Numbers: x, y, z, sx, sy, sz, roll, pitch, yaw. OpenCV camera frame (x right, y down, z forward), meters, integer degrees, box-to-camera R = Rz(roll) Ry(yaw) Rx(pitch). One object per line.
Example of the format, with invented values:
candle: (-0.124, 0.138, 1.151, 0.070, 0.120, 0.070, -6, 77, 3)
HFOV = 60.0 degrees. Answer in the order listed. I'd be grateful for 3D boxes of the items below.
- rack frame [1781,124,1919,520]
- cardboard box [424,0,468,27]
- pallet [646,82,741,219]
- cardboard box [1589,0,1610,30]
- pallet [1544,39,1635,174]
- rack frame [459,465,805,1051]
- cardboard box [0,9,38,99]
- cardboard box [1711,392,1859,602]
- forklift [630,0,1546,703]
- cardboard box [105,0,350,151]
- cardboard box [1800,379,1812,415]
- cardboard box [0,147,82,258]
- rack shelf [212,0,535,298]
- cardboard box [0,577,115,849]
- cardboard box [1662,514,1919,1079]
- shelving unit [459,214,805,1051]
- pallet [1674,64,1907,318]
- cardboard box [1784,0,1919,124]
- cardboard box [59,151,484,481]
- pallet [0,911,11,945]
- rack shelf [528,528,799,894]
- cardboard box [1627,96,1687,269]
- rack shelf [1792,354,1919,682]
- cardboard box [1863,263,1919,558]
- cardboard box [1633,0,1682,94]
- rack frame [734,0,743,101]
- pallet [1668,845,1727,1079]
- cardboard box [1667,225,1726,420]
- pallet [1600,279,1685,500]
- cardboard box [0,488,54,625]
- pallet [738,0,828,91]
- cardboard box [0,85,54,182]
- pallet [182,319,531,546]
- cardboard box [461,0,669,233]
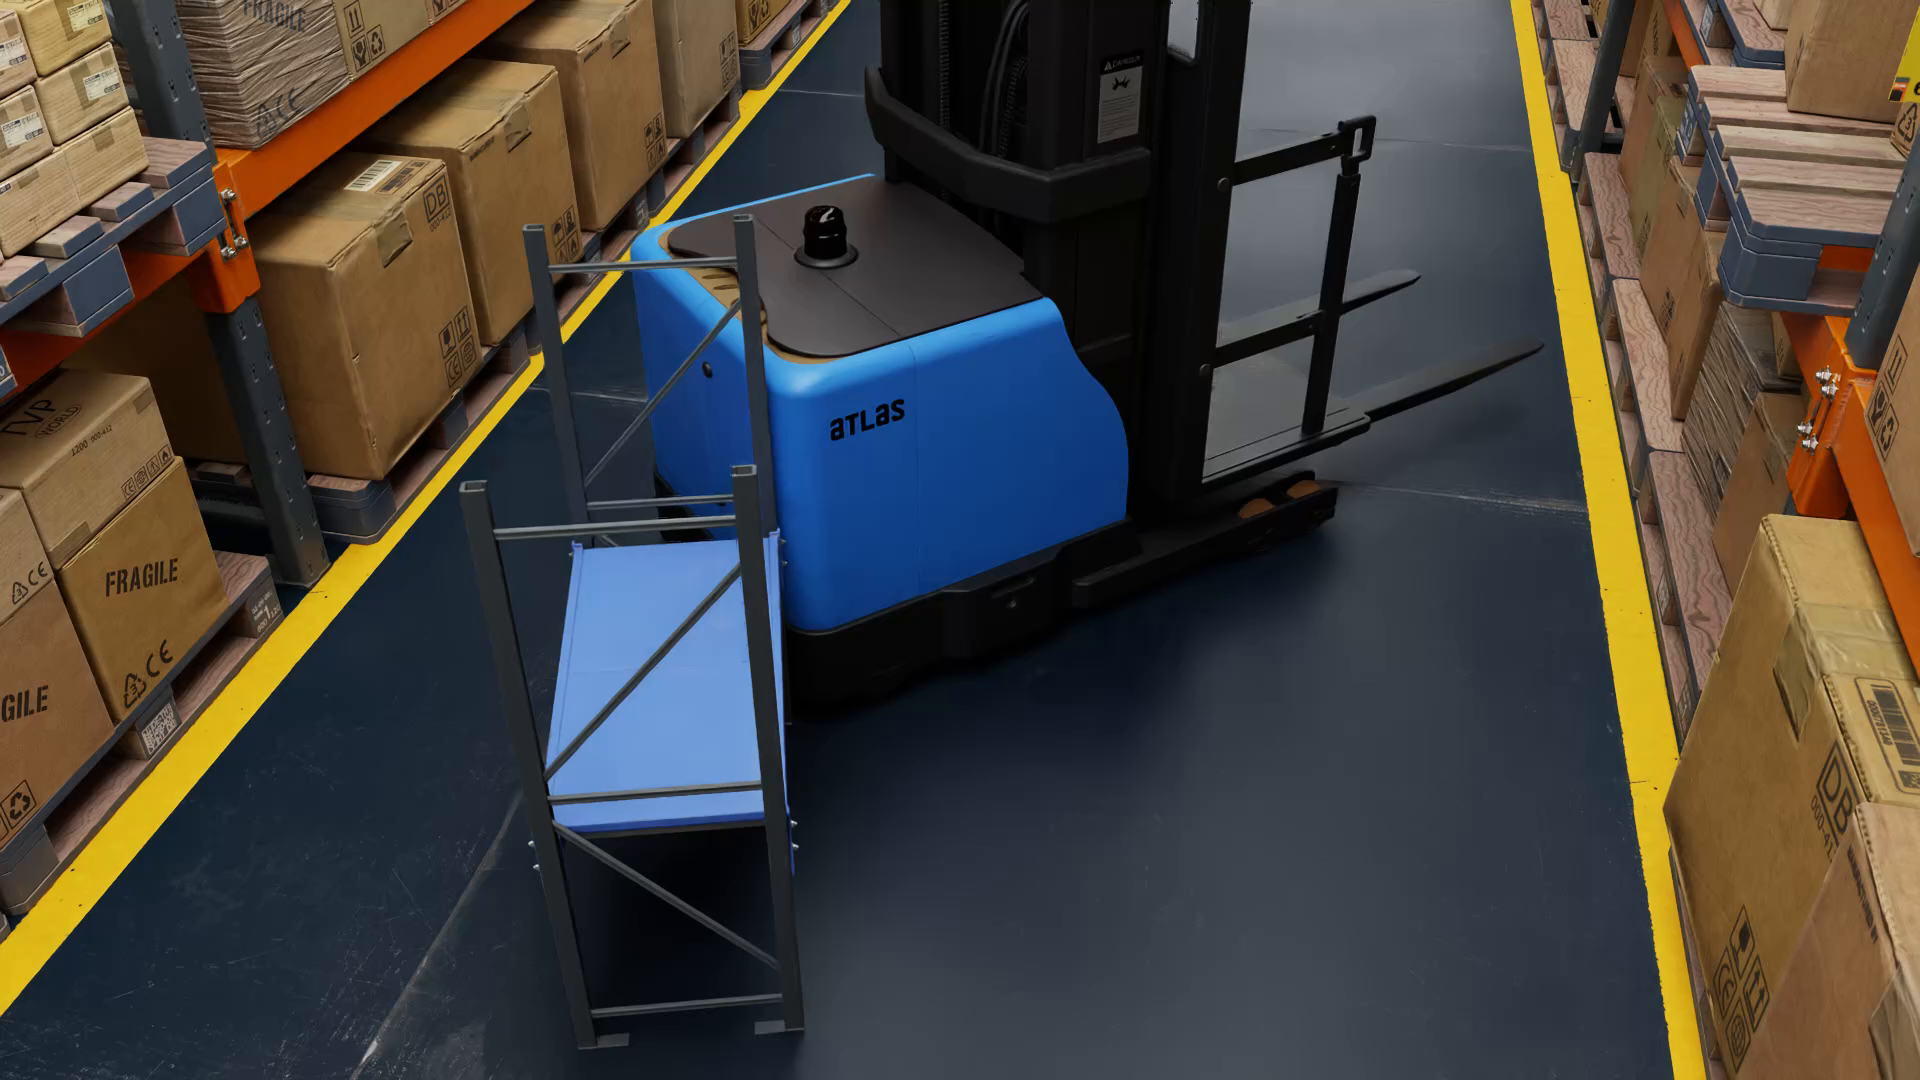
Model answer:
rack frame: (2.383, -0.479, 3.355, 1.000, 3.000, 0.127, 7, 37, 10)
cardboard box: (-1.868, -2.004, 5.373, 0.500, 0.500, 0.500, 7, 37, 10)
pallet: (-1.678, -1.871, 7.652, 1.003, 0.211, 1.213, 7, 37, 10)
cardboard box: (3.532, -2.850, 8.398, 0.500, 0.500, 0.500, 4, 36, 6)
pallet: (3.346, -2.033, 7.875, 1.003, 0.211, 1.213, 7, 37, 10)
rack frame: (-0.599, 0.501, 3.280, 0.500, 1.500, 0.032, -4, 36, -5)
cardboard box: (-2.154, -0.986, 3.403, 0.380, 0.149, 0.250, 7, 36, 9)
cardboard box: (2.506, -0.032, 4.493, 0.700, 0.500, 0.500, 5, 36, 8)
forklift: (0.593, -1.392, 4.674, 3.031, 2.935, 1.130, -20, 41, -25)
cardboard box: (-2.082, -1.423, 4.572, 0.500, 0.500, 0.500, 8, 37, 10)
cardboard box: (2.496, -0.337, 4.274, 0.500, 0.250, 0.500, 9, 37, 12)
cardboard box: (-2.152, -0.744, 3.577, 0.380, 0.149, 0.250, 7, 37, 10)
rack shelf: (-2.014, -2.014, 6.086, 1.077, 0.370, 4.000, 7, 37, 10)
cardboard box: (-2.441, 0.391, 3.927, 0.500, 0.500, 0.500, 9, 37, 12)
cardboard box: (2.215, 0.604, 3.313, 1.225, 0.875, 0.875, 6, 36, 8)
shelving unit: (-0.653, 0.205, 3.689, 0.538, 1.500, 1.048, -4, 36, -5)
pallet: (2.431, -0.823, 3.993, 1.213, 0.211, 1.003, 7, 37, 10)
cardboard box: (2.480, -1.337, 4.095, 0.700, 0.500, 0.500, 13, 38, 17)
cardboard box: (-2.223, -0.756, 5.296, 1.050, 0.750, 0.750, 7, 36, 9)
pallet: (-2.872, 1.116, 3.531, 1.003, 0.211, 1.213, 7, 37, 10)
rack shelf: (-0.653, 0.350, 3.795, 0.538, 0.185, 1.000, -4, 36, -5)
cardboard box: (2.965, -1.318, 6.267, 0.700, 0.500, 0.500, 7, 37, 10)
rack shelf: (1.955, 0.959, 1.984, 1.077, 0.370, 4.000, 7, 37, 10)
cardboard box: (2.013, -0.275, 2.988, 0.500, 0.500, 0.500, 8, 37, 11)
cardboard box: (3.362, -2.154, 7.439, 0.500, 0.500, 0.500, 6, 36, 9)
rack frame: (-1.587, -3.452, 7.457, 1.000, 3.000, 0.127, 7, 37, 10)
pallet: (2.141, 1.093, 3.563, 1.003, 0.211, 1.213, 7, 37, 10)
cardboard box: (2.727, -0.677, 5.383, 0.700, 0.500, 0.500, 10, 37, 14)
pallet: (2.814, -0.495, 5.753, 1.003, 0.211, 1.213, 7, 37, 10)
cardboard box: (-2.428, 0.096, 3.695, 0.500, 0.250, 0.500, 8, 37, 11)
pallet: (-1.348, -2.749, 8.863, 1.003, 0.211, 1.213, 7, 37, 10)
cardboard box: (-2.157, -0.854, 3.475, 0.380, 0.149, 0.250, 9, 37, 12)
pallet: (-2.199, -0.472, 5.722, 1.003, 0.211, 1.213, 7, 37, 10)
cardboard box: (-1.841, -1.791, 6.725, 1.050, 0.750, 0.750, 7, 37, 10)
